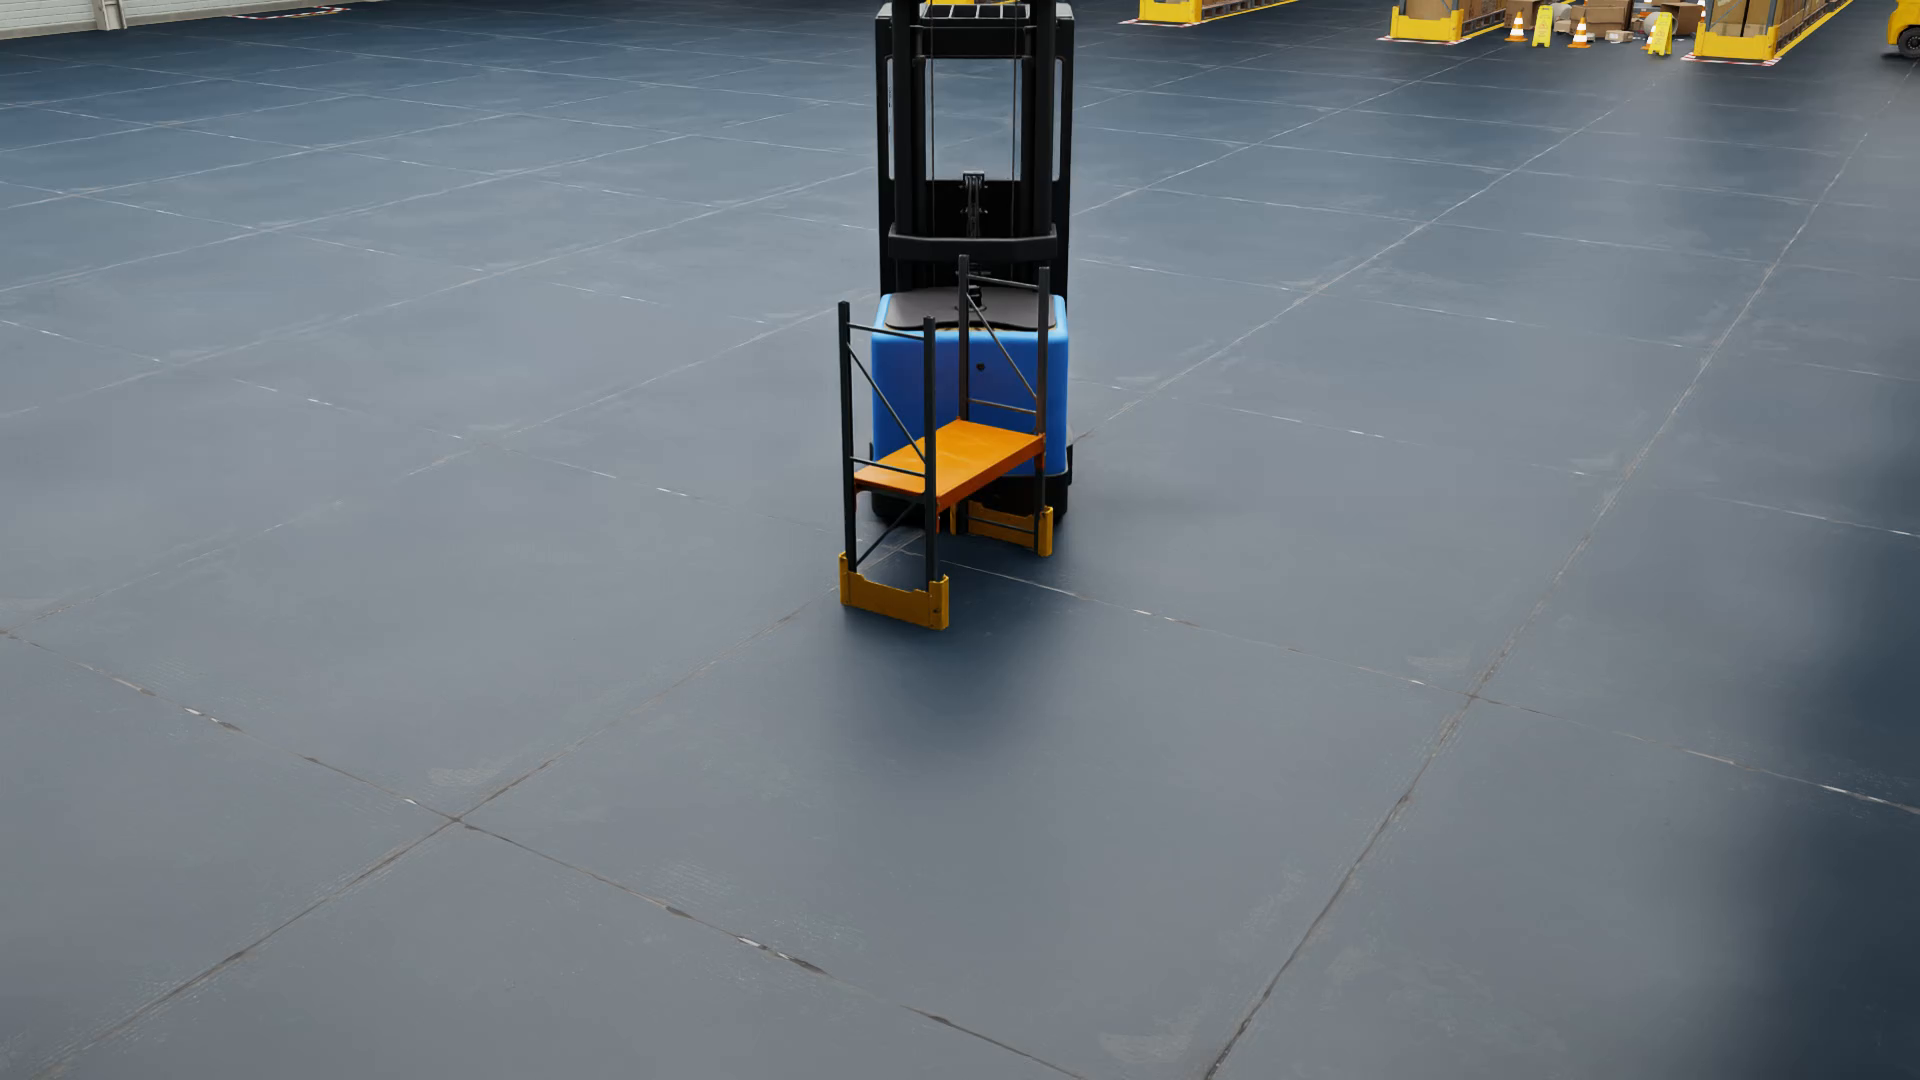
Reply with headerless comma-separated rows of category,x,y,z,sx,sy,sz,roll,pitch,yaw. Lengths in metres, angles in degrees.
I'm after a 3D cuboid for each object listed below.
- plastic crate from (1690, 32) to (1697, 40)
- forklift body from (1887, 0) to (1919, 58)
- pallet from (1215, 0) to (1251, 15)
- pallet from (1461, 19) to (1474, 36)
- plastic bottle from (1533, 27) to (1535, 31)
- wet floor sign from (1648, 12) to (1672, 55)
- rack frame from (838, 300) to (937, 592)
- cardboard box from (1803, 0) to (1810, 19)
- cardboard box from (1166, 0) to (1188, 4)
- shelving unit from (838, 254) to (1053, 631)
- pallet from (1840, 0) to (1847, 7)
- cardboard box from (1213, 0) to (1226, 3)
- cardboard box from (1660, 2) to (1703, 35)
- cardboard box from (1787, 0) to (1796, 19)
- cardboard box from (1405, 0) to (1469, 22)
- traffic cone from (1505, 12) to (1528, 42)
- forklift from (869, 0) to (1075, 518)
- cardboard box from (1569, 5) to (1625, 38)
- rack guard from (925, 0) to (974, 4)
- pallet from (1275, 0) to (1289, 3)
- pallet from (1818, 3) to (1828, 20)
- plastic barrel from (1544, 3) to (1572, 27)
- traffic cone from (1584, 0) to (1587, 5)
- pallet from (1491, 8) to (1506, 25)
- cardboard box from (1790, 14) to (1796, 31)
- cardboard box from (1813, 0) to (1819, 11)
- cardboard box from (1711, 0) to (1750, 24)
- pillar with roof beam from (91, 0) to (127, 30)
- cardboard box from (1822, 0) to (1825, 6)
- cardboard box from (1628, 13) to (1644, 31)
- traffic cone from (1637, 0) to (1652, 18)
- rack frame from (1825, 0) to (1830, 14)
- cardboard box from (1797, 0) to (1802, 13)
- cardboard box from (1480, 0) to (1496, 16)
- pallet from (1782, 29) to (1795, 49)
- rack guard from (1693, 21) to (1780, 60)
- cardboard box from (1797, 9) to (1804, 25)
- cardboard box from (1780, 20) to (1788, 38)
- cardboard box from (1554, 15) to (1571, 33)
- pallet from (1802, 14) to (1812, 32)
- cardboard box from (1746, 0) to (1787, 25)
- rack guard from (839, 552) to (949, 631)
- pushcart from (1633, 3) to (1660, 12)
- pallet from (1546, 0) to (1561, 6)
plastic crate,12.933,-8.750,28.861,0.402,0.080,0.583,5,24,11
forklift body,16.017,-8.692,26.120,2.313,2.155,1.214,14,27,29
pallet,5.072,-10.597,32.964,1.003,0.211,1.213,14,27,29
pallet,8.444,-9.108,29.522,1.003,0.211,1.213,14,27,29
plastic bottle,10.458,-9.197,29.917,0.283,0.061,0.133,5,24,11
wet floor sign,11.338,-8.177,26.827,0.232,0.644,0.267,-17,29,-35
rack frame,-0.327,-0.328,7.621,0.500,1.500,0.032,14,27,29
cardboard box,14.732,-9.612,29.957,0.950,0.372,0.625,14,27,30
cardboard box,4.272,-10.427,31.679,0.500,0.500,0.500,20,30,38
shelving unit,-0.052,-0.503,8.023,0.587,1.500,1.083,14,27,29
pallet,17.692,-11.179,34.306,1.003,0.211,1.213,14,27,29
cardboard box,4.905,-10.844,32.640,0.500,0.500,0.500,17,29,34
cardboard box,12.736,-9.225,29.428,0.500,0.500,0.500,-7,24,-17
cardboard box,13.564,-8.940,27.614,0.500,0.500,0.500,14,27,30
cardboard box,8.391,-9.561,29.207,0.875,0.875,0.875,14,27,29
traffic cone,9.576,-8.818,28.538,0.336,0.463,0.334,14,27,29
forklift,0.087,-2.002,9.685,1.130,2.935,3.031,1,23,1
cardboard box,11.123,-9.076,29.081,0.797,0.503,0.637,-3,24,-7
rack guard,-0.279,-11.101,33.763,1.175,0.500,0.348,14,27,29
pallet,6.448,-11.508,35.067,1.003,0.211,1.213,14,27,29
pallet,16.154,-10.255,32.172,1.003,0.211,1.213,14,27,29
plastic barrel,10.904,-9.564,30.311,0.421,0.421,0.512,-7,24,-17
traffic cone,12.189,-10.423,32.244,0.336,0.463,0.334,14,27,29
pallet,9.731,-9.931,31.425,1.003,0.211,1.213,14,27,29
cardboard box,13.830,-8.770,28.166,0.500,0.250,0.500,14,27,30
cardboard box,15.474,-10.091,31.062,0.950,0.372,0.625,15,28,31
cardboard box,12.549,-8.698,27.055,0.500,0.500,0.500,14,27,29
pillar with roof beam,-11.734,-12.507,26.313,9.100,9.000,0.400,14,27,29
cardboard box,16.261,-10.596,32.230,0.950,0.372,0.625,12,26,25
cardboard box,12.205,-9.368,30.055,0.258,0.266,0.396,-3,24,-7
traffic cone,13.226,-10.303,31.967,0.336,0.463,0.334,14,27,29
rack frame,16.568,-11.798,32.227,1.000,3.000,0.127,14,27,29
cardboard box,14.107,-9.295,28.434,0.500,0.500,0.500,14,27,30
cardboard box,9.336,-10.166,30.603,0.875,0.875,0.875,14,27,29
pallet,13.491,-8.521,28.167,1.003,0.211,1.213,14,27,29
rack guard,12.388,-7.976,26.546,1.175,0.500,0.348,14,27,29
cardboard box,14.374,-9.123,28.980,0.500,0.250,0.500,15,28,31
cardboard box,13.284,-8.414,27.342,0.500,0.250,0.500,15,28,31
cardboard box,10.857,-9.230,29.737,0.396,0.266,0.258,20,30,38
pallet,14.867,-9.431,30.270,1.003,0.211,1.213,14,27,29
cardboard box,13.020,-8.595,26.818,0.500,0.500,0.500,13,27,27
rack guard,-0.317,0.239,7.884,0.587,0.250,0.087,14,27,29
pushcart,12.494,-9.705,30.694,1.648,0.377,0.936,5,24,11
pallet,11.829,-11.271,34.520,1.003,0.211,1.213,14,27,29
